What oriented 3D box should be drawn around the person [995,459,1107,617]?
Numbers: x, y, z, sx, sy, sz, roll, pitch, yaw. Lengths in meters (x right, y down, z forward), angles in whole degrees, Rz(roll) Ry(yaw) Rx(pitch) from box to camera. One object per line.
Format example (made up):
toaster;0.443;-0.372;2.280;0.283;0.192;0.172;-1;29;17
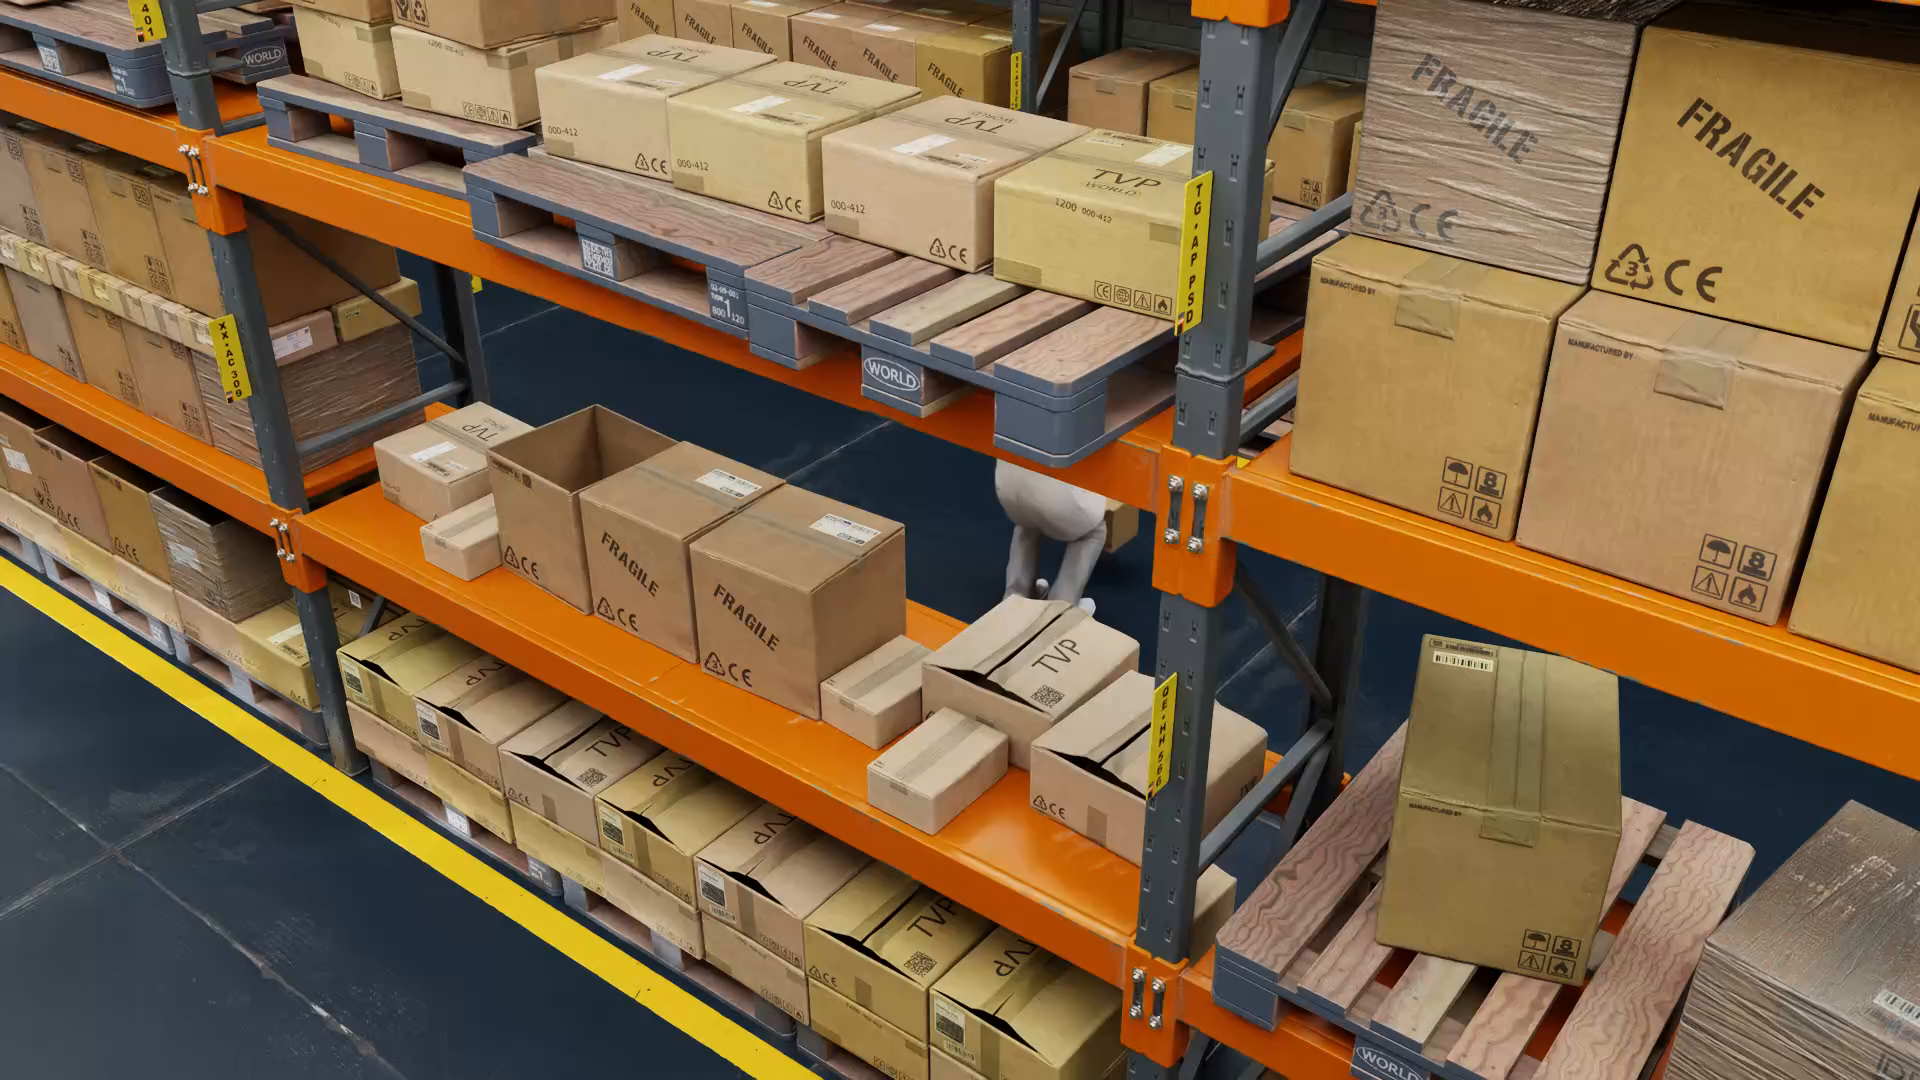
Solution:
person;0.423;-0.315;7.930;0.627;1.532;0.636;21;37;32
